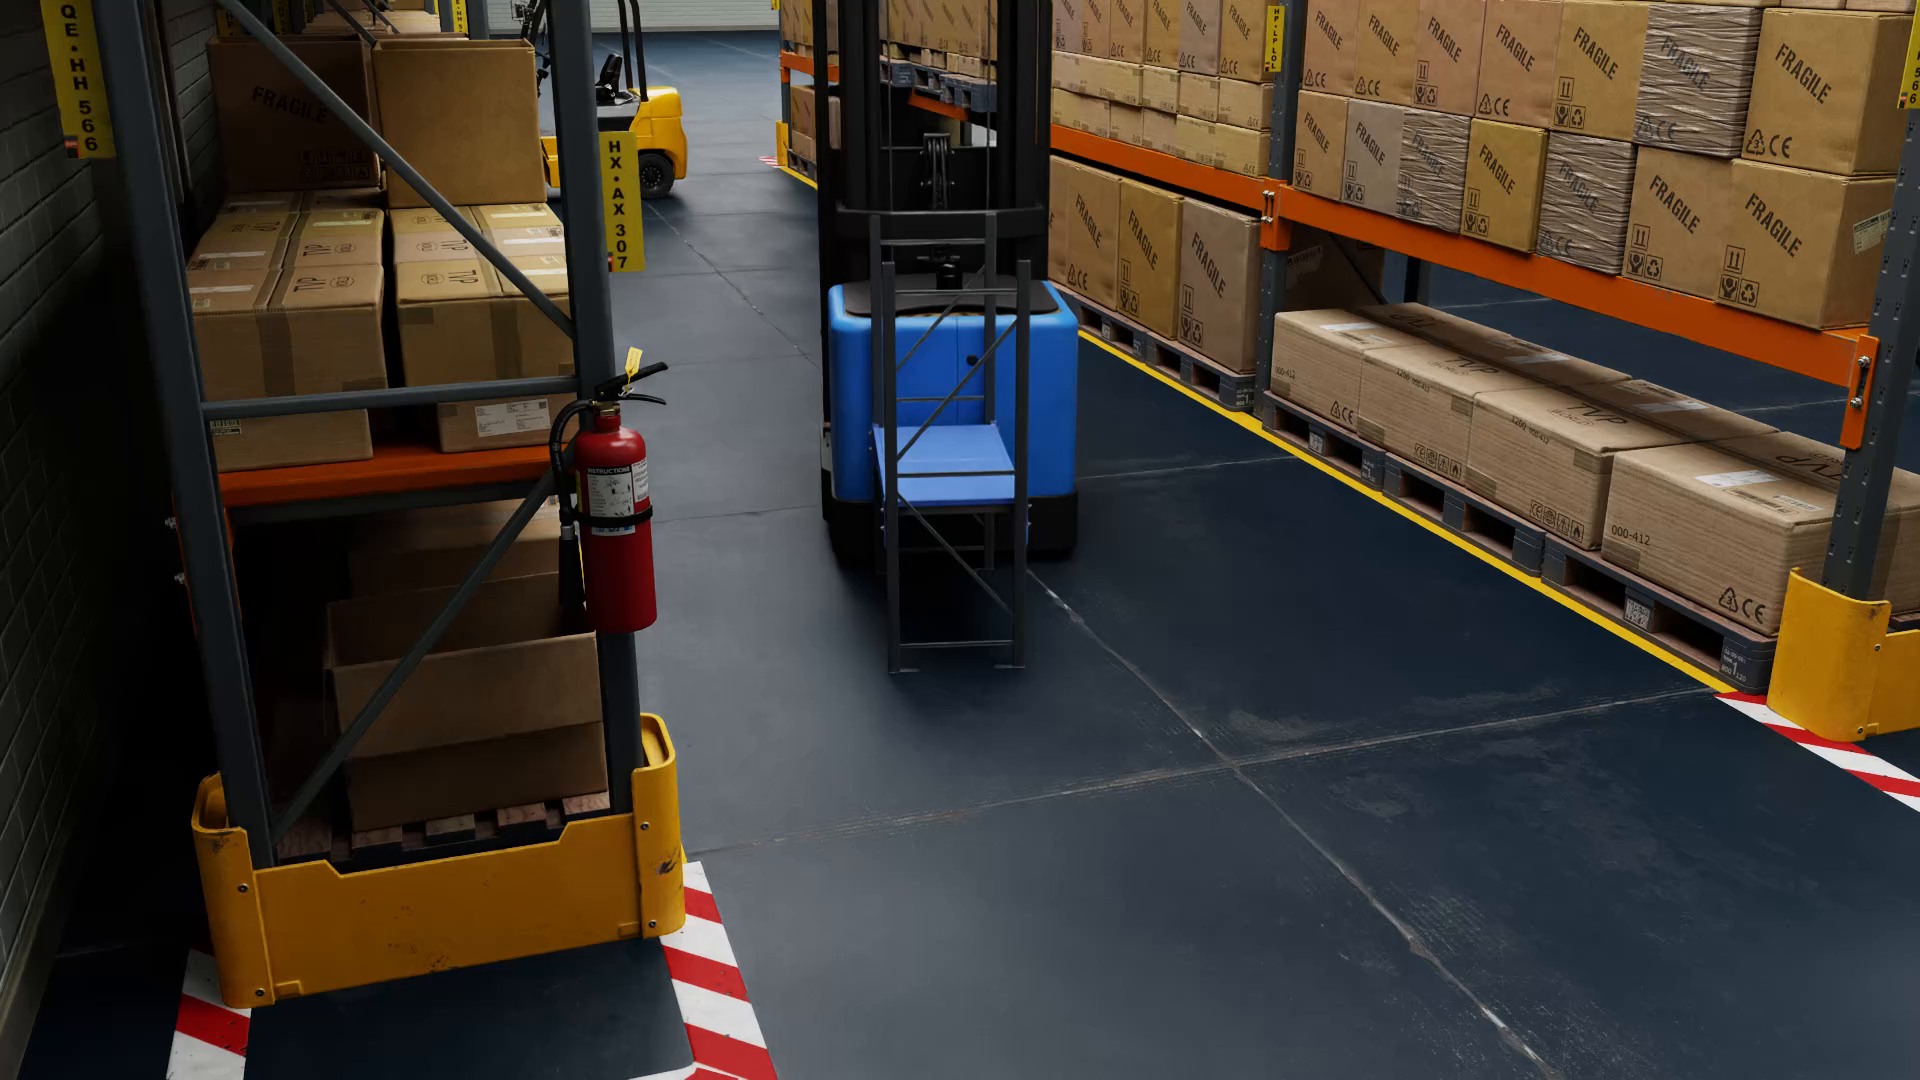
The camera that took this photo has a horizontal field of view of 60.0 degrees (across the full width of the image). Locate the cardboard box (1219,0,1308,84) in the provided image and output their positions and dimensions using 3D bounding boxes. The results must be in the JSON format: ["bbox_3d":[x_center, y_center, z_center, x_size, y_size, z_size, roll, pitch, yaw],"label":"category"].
[{"bbox_3d":[1.760,-2.773,9.073,0.500,0.500,0.500,-6,21,-15],"label":"cardboard box"}]

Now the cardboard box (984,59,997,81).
[{"bbox_3d":[0.402,-3.661,12.921,0.380,0.149,0.250,-6,21,-16],"label":"cardboard box"}]

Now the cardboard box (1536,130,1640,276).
[{"bbox_3d":[2.679,-1.356,6.606,0.500,0.500,0.500,-6,21,-16],"label":"cardboard box"}]

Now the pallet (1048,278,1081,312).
[{"bbox_3d":[1.058,-1.849,12.253,1.003,0.211,1.213,-6,21,-17],"label":"pallet"}]

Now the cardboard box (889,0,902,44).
[{"bbox_3d":[-0.342,-4.749,14.992,0.500,0.500,0.500,-6,21,-17],"label":"cardboard box"}]

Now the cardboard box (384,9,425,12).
[{"bbox_3d":[-4.937,-4.660,14.846,0.380,0.149,0.250,-7,21,-18],"label":"cardboard box"}]

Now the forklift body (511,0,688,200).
[{"bbox_3d":[-4.016,-4.647,17.173,2.313,2.155,1.214,-6,21,-17],"label":"forklift body"}]

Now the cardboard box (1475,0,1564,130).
[{"bbox_3d":[2.518,-1.988,6.886,0.500,0.500,0.500,-7,21,-18],"label":"cardboard box"}]

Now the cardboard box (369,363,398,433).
[{"bbox_3d":[-1.695,-0.374,4.393,0.380,0.149,0.250,-6,21,-16],"label":"cardboard box"}]

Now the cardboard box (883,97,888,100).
[{"bbox_3d":[-0.645,-4.518,17.894,0.500,0.500,0.500,-5,20,-14],"label":"cardboard box"}]

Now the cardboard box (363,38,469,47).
[{"bbox_3d":[-2.921,-2.452,9.037,0.700,0.500,0.500,-6,21,-17],"label":"cardboard box"}]

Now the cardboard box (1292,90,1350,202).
[{"bbox_3d":[2.038,-2.008,8.420,0.500,0.500,0.500,-6,21,-15],"label":"cardboard box"}]

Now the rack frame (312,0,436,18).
[{"bbox_3d":[-5.086,-4.178,14.610,1.000,3.000,0.127,-6,21,-17],"label":"rack frame"}]

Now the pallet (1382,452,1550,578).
[{"bbox_3d":[2.691,-0.182,7.611,1.003,0.211,1.213,-6,21,-17],"label":"pallet"}]

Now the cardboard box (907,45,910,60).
[{"bbox_3d":[-0.270,-4.411,15.010,0.380,0.149,0.250,-5,20,-14],"label":"cardboard box"}]

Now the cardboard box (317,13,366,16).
[{"bbox_3d":[-5.145,-4.303,13.851,0.380,0.149,0.250,-7,21,-19],"label":"cardboard box"}]

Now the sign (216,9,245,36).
[{"bbox_3d":[-3.098,-2.095,7.099,0.100,0.325,0.005,-6,21,-17],"label":"sign"}]

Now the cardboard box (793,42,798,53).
[{"bbox_3d":[-1.723,-5.741,19.333,0.380,0.149,0.250,-6,21,-17],"label":"cardboard box"}]

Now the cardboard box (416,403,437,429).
[{"bbox_3d":[-1.281,-0.420,4.520,0.380,0.149,0.250,-6,21,-16],"label":"cardboard box"}]

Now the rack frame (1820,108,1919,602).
[{"bbox_3d":[3.396,-0.855,5.360,1.000,3.000,0.127,-6,21,-17],"label":"rack frame"}]

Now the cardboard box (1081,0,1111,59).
[{"bbox_3d":[1.118,-3.430,10.902,0.500,0.500,0.500,-6,21,-16],"label":"cardboard box"}]

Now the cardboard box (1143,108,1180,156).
[{"bbox_3d":[1.459,-2.513,10.197,0.500,0.250,0.500,-7,21,-19],"label":"cardboard box"}]

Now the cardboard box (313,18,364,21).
[{"bbox_3d":[-4.829,-3.980,12.951,0.380,0.149,0.250,-7,21,-18],"label":"cardboard box"}]

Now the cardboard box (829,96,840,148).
[{"bbox_3d":[-1.139,-4.451,17.707,0.500,0.500,0.500,-5,20,-14],"label":"cardboard box"}]

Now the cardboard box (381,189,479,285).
[{"bbox_3d":[-1.704,-1.056,5.702,0.500,0.250,0.500,-7,21,-19],"label":"cardboard box"}]

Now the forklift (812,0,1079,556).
[{"bbox_3d":[-0.148,-1.767,8.000,1.130,2.935,3.031,-2,20,-5],"label":"forklift"}]

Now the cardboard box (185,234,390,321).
[{"bbox_3d":[-1.872,-0.681,4.657,0.500,0.250,0.500,-6,21,-17],"label":"cardboard box"}]

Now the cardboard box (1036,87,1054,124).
[{"bbox_3d":[0.797,-3.168,12.022,0.500,0.250,0.500,-7,21,-18],"label":"cardboard box"}]

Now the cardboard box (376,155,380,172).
[{"bbox_3d":[-2.508,-1.332,6.469,0.500,0.250,0.500,-7,21,-18],"label":"cardboard box"}]

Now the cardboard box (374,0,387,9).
[{"bbox_3d":[-5.090,-4.876,15.008,0.380,0.149,0.250,-6,21,-16],"label":"cardboard box"}]

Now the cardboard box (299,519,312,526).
[{"bbox_3d":[-2.589,-0.305,7.186,0.500,0.311,0.500,-6,21,-15],"label":"cardboard box"}]

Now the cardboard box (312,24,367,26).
[{"bbox_3d":[-4.487,-3.654,12.046,0.380,0.149,0.250,-7,21,-18],"label":"cardboard box"}]

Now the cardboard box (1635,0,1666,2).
[{"bbox_3d":[2.775,-2.102,6.243,0.380,0.149,0.250,-7,21,-18],"label":"cardboard box"}]

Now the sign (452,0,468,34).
[{"bbox_3d":[-3.317,-3.462,11.023,0.100,0.325,0.005,-6,21,-17],"label":"sign"}]

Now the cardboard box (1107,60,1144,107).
[{"bbox_3d":[1.260,-2.907,10.555,0.500,0.250,0.500,-6,21,-16],"label":"cardboard box"}]

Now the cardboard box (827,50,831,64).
[{"bbox_3d":[-1.256,-5.148,17.684,0.380,0.149,0.250,-6,21,-17],"label":"cardboard box"}]

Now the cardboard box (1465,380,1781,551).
[{"bbox_3d":[2.798,-0.341,7.098,0.875,0.438,0.875,-6,21,-16],"label":"cardboard box"}]

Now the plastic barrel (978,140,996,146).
[{"bbox_3d":[0.454,-4.275,18.693,0.512,0.421,0.421,8,21,20],"label":"plastic barrel"}]

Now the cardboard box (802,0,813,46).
[{"bbox_3d":[-1.420,-5.666,18.166,0.500,0.500,0.500,-7,21,-18],"label":"cardboard box"}]

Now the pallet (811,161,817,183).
[{"bbox_3d":[-1.007,-3.998,18.234,1.003,0.211,1.213,-6,21,-17],"label":"pallet"}]

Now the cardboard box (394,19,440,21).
[{"bbox_3d":[-4.182,-3.960,12.897,0.380,0.149,0.250,-7,21,-19],"label":"cardboard box"}]

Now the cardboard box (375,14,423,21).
[{"bbox_3d":[-4.643,-4.279,13.785,0.380,0.149,0.250,-6,21,-17],"label":"cardboard box"}]

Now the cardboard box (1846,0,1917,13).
[{"bbox_3d":[3.093,-1.772,5.326,0.380,0.149,0.250,-6,21,-16],"label":"cardboard box"}]

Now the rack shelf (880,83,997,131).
[{"bbox_3d":[0.253,-3.726,14.416,1.077,0.370,4.000,-6,21,-17],"label":"rack shelf"}]

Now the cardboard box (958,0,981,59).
[{"bbox_3d":[0.302,-4.088,13.152,0.500,0.500,0.500,-7,21,-18],"label":"cardboard box"}]

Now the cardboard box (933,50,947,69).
[{"bbox_3d":[-0.007,-4.071,14.064,0.380,0.149,0.250,-7,21,-19],"label":"cardboard box"}]

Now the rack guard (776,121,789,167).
[{"bbox_3d":[-1.609,-4.789,20.010,1.175,0.500,0.348,-6,21,-17],"label":"rack guard"}]

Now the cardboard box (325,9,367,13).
[{"bbox_3d":[-5.431,-4.606,14.695,0.380,0.149,0.250,-7,21,-18],"label":"cardboard box"}]

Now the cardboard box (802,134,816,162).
[{"bbox_3d":[-1.488,-4.441,18.788,0.500,0.250,0.500,-6,21,-15],"label":"cardboard box"}]

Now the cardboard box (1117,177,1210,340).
[{"bbox_3d":[1.577,-1.816,10.557,0.875,0.875,0.875,-6,21,-16],"label":"cardboard box"}]

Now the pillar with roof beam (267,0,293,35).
[{"bbox_3d":[-2.894,-8.423,17.554,9.100,9.000,0.400,-6,21,-17],"label":"pillar with roof beam"}]

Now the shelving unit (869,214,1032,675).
[{"bbox_3d":[-0.059,-0.399,6.309,0.538,1.500,1.048,-2,20,-5],"label":"shelving unit"}]

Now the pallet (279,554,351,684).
[{"bbox_3d":[-1.970,0.315,6.228,1.003,0.211,1.213,-6,21,-17],"label":"pallet"}]

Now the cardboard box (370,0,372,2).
[{"bbox_3d":[-6.124,-5.489,16.715,0.380,0.149,0.250,-6,21,-15],"label":"cardboard box"}]

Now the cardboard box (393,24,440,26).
[{"bbox_3d":[-3.934,-3.628,11.972,0.380,0.149,0.250,-6,21,-17],"label":"cardboard box"}]
